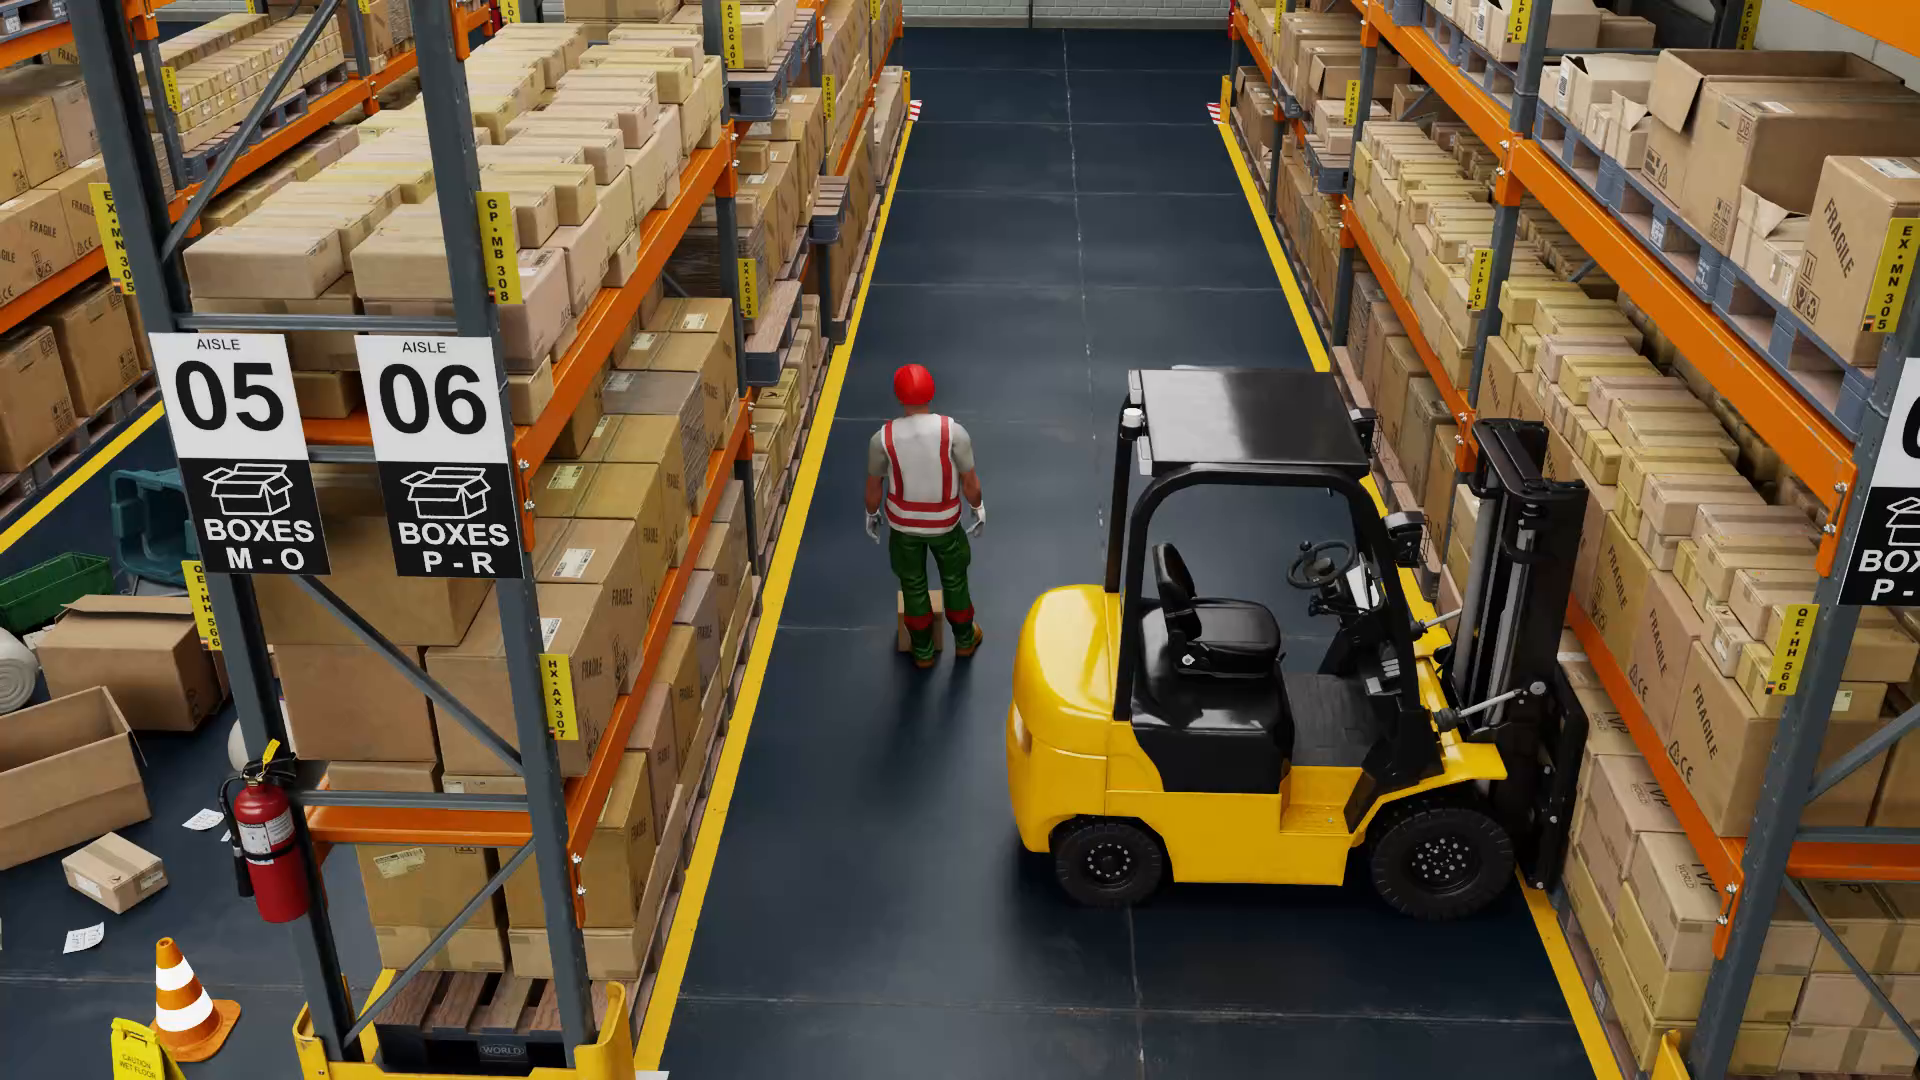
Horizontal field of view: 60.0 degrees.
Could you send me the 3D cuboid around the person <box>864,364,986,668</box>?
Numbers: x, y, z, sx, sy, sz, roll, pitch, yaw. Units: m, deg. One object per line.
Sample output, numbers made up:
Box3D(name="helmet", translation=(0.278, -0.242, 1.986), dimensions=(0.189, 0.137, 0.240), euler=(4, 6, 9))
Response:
Box3D(name="person", translation=(-0.180, -0.146, 8.851), dimensions=(0.638, 1.789, 0.563), euler=(0, 28, 0))
